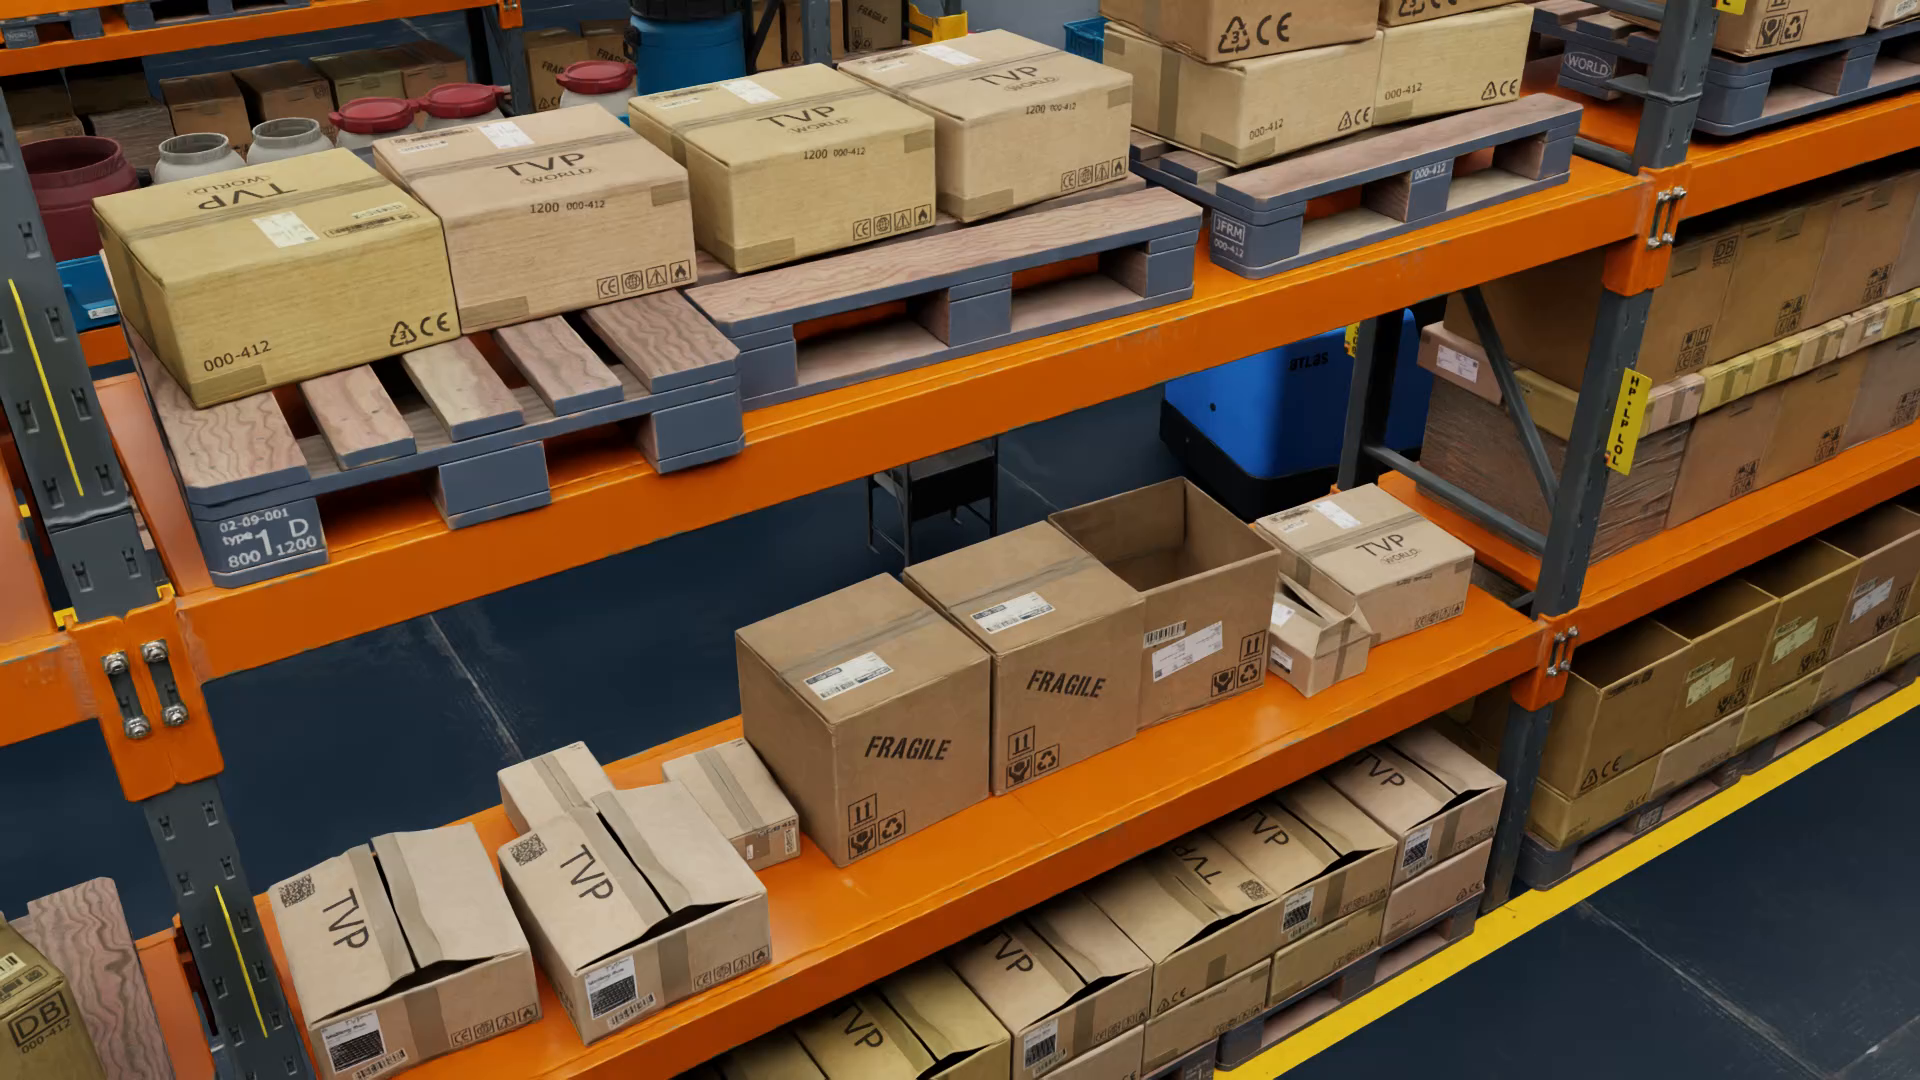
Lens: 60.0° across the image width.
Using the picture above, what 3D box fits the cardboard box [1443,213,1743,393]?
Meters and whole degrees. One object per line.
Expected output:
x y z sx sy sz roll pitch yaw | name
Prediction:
2.066 -0.861 5.494 0.500 0.500 0.700 -19 37 -27 | cardboard box

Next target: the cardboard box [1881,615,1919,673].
3.935 0.273 7.189 0.500 0.250 0.500 -19 37 -27 | cardboard box

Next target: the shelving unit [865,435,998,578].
-0.139 -0.840 7.614 0.503 2.100 0.431 -19 37 -27 | shelving unit

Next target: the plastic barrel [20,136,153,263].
-4.120 -1.532 7.740 0.708 0.536 0.600 -19 37 -27 | plastic barrel

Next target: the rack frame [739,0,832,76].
-0.984 -2.361 9.181 0.127 3.000 1.000 -19 37 -27 | rack frame

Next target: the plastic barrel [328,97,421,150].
-2.887 -1.903 8.328 0.433 0.535 0.433 0 32 0 | plastic barrel

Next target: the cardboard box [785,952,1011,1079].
-0.199 1.444 4.807 0.500 0.311 0.500 -20 37 -29 | cardboard box

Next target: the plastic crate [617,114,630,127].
-1.743 -1.896 8.459 0.575 0.384 0.392 -19 37 -27 | plastic crate

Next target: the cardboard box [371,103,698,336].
-0.884 -0.681 3.454 0.500 0.250 0.500 -18 36 -26 | cardboard box

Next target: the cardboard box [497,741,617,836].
-1.059 0.740 4.501 0.250 0.149 0.380 -19 37 -27 | cardboard box

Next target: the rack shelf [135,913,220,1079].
-3.347 1.900 3.101 4.000 0.370 1.077 -19 37 -27 | rack shelf

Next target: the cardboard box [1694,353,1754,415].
2.454 -0.594 5.679 0.250 0.149 0.380 -20 37 -28 | cardboard box

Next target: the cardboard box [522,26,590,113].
-3.310 -3.800 13.412 0.500 0.500 0.500 -20 37 -29 | cardboard box

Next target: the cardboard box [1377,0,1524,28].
1.157 -1.678 4.332 0.500 0.500 0.500 -19 37 -27 | cardboard box

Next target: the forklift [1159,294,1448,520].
2.646 -1.820 8.389 3.031 2.935 1.130 -12 34 -19 | forklift

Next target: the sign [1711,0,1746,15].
1.999 -1.519 4.255 0.005 0.325 0.100 -19 37 -27 | sign

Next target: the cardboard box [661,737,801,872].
-0.624 0.730 4.517 0.250 0.149 0.380 -16 36 -24 | cardboard box

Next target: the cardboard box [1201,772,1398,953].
1.077 1.008 5.498 0.500 0.311 0.500 -18 36 -26 | cardboard box

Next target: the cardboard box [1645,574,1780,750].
2.672 0.388 6.305 0.500 0.500 0.500 -19 37 -27 | cardboard box

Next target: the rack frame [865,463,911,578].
-0.344 -0.770 7.502 0.015 2.100 0.400 -19 37 -27 | rack frame

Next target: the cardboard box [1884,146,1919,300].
3.331 -1.296 6.184 0.500 0.500 0.700 -19 37 -27 | cardboard box

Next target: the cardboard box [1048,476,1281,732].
0.599 0.186 5.050 0.500 0.500 0.500 -16 36 -24 | cardboard box

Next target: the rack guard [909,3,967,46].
-0.370 -4.659 15.168 0.348 0.500 1.175 -19 37 -27 | rack guard

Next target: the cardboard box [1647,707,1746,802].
2.673 0.706 6.503 0.500 0.250 0.500 -19 37 -27 | cardboard box

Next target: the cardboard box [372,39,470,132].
-4.195 -3.543 12.986 0.500 0.500 0.700 -22 38 -31 | cardboard box

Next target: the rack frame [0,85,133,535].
-1.666 -1.520 2.225 0.127 3.000 1.000 -19 37 -27 | rack frame

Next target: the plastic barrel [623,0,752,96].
-1.473 -2.597 9.086 0.708 0.901 0.600 -19 37 -27 | plastic barrel

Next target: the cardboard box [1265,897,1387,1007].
1.079 1.242 5.653 0.500 0.250 0.500 -20 37 -28 | cardboard box

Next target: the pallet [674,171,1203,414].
-0.205 -0.732 3.965 1.213 0.211 1.003 -17 36 -25 | pallet

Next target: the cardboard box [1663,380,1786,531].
2.506 -0.468 6.086 0.500 0.500 0.700 -19 37 -28 | cardboard box

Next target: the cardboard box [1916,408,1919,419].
3.800 -0.913 6.792 0.500 0.500 0.700 -19 37 -27 | cardboard box

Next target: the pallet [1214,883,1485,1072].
1.098 1.271 6.037 1.213 0.211 1.003 -19 37 -27 | pallet

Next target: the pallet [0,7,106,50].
-6.488 -3.599 11.323 1.003 0.211 1.213 -19 37 -27 | pallet

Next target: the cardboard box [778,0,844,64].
-1.324 -4.498 14.518 0.500 0.500 0.500 -10 33 -15 | cardboard box

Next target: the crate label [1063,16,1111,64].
0.977 -2.879 9.969 0.616 0.435 0.502 -19 37 -27 | crate label

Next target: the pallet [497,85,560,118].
-3.122 -3.613 13.779 1.213 0.211 1.003 -19 37 -27 | pallet

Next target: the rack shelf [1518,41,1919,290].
3.377 -1.681 5.967 4.000 0.370 1.077 -19 37 -27 | rack shelf

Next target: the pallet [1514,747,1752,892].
2.388 0.829 6.737 1.213 0.211 1.003 -19 37 -27 | pallet

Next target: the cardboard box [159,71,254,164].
-5.545 -3.090 12.268 0.500 0.500 0.700 -16 36 -23 | cardboard box

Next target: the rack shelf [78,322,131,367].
-2.665 -1.479 8.457 4.000 0.370 1.077 -19 37 -27 | rack shelf

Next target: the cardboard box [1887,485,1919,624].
3.936 -0.043 6.987 0.500 0.500 0.500 -19 37 -27 | cardboard box

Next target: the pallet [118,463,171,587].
-3.674 -0.232 8.420 1.213 0.211 1.003 -19 37 -27 | pallet

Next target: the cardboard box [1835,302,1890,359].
3.108 -0.821 6.038 0.250 0.149 0.380 -20 37 -29 | cardboard box

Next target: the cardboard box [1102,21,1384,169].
0.713 -1.188 4.257 0.500 0.250 0.500 -23 39 -32 | cardboard box

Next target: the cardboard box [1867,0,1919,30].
2.716 -1.790 5.023 0.500 0.311 0.500 -21 38 -30 | cardboard box
